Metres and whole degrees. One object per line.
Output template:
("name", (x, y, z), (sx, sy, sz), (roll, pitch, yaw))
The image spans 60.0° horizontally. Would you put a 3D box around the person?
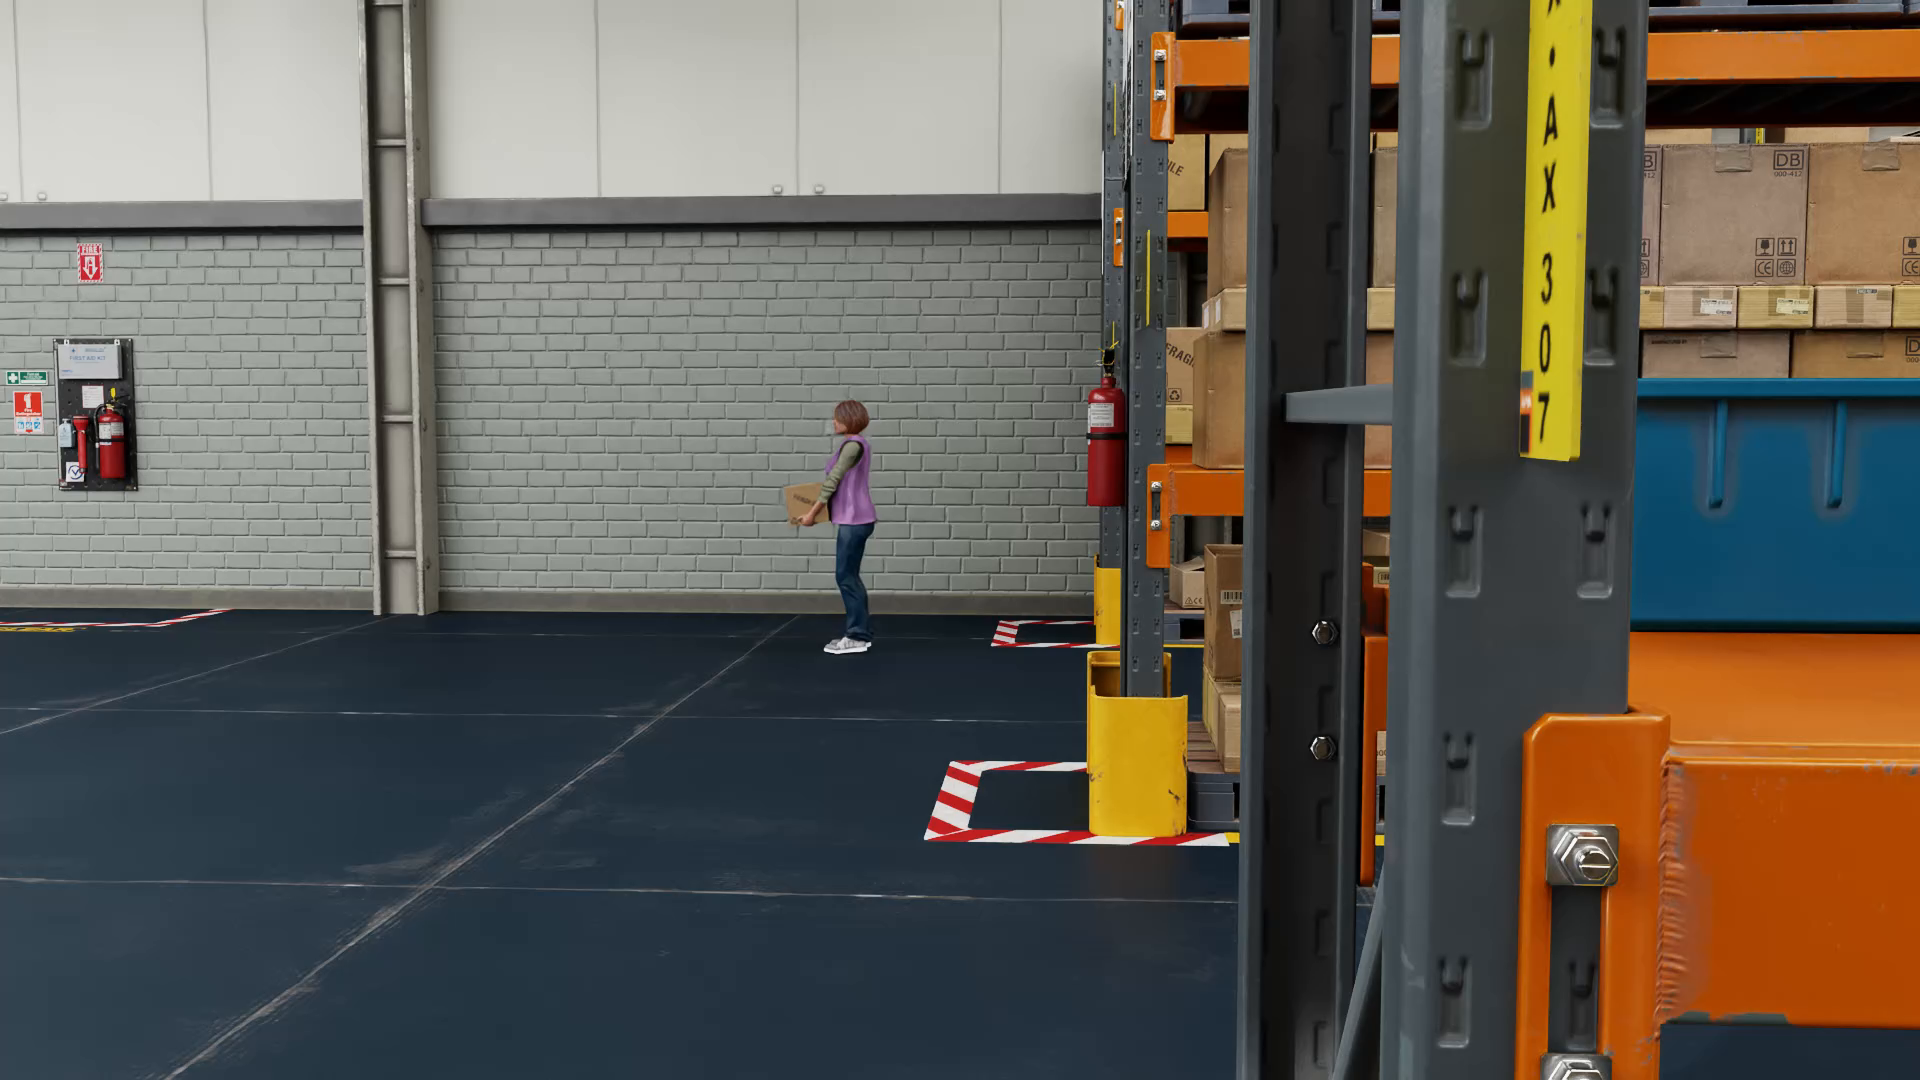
("person", (-0.770, -0.085, 10.518), (0.502, 1.600, 0.375), (0, 4, 3))
